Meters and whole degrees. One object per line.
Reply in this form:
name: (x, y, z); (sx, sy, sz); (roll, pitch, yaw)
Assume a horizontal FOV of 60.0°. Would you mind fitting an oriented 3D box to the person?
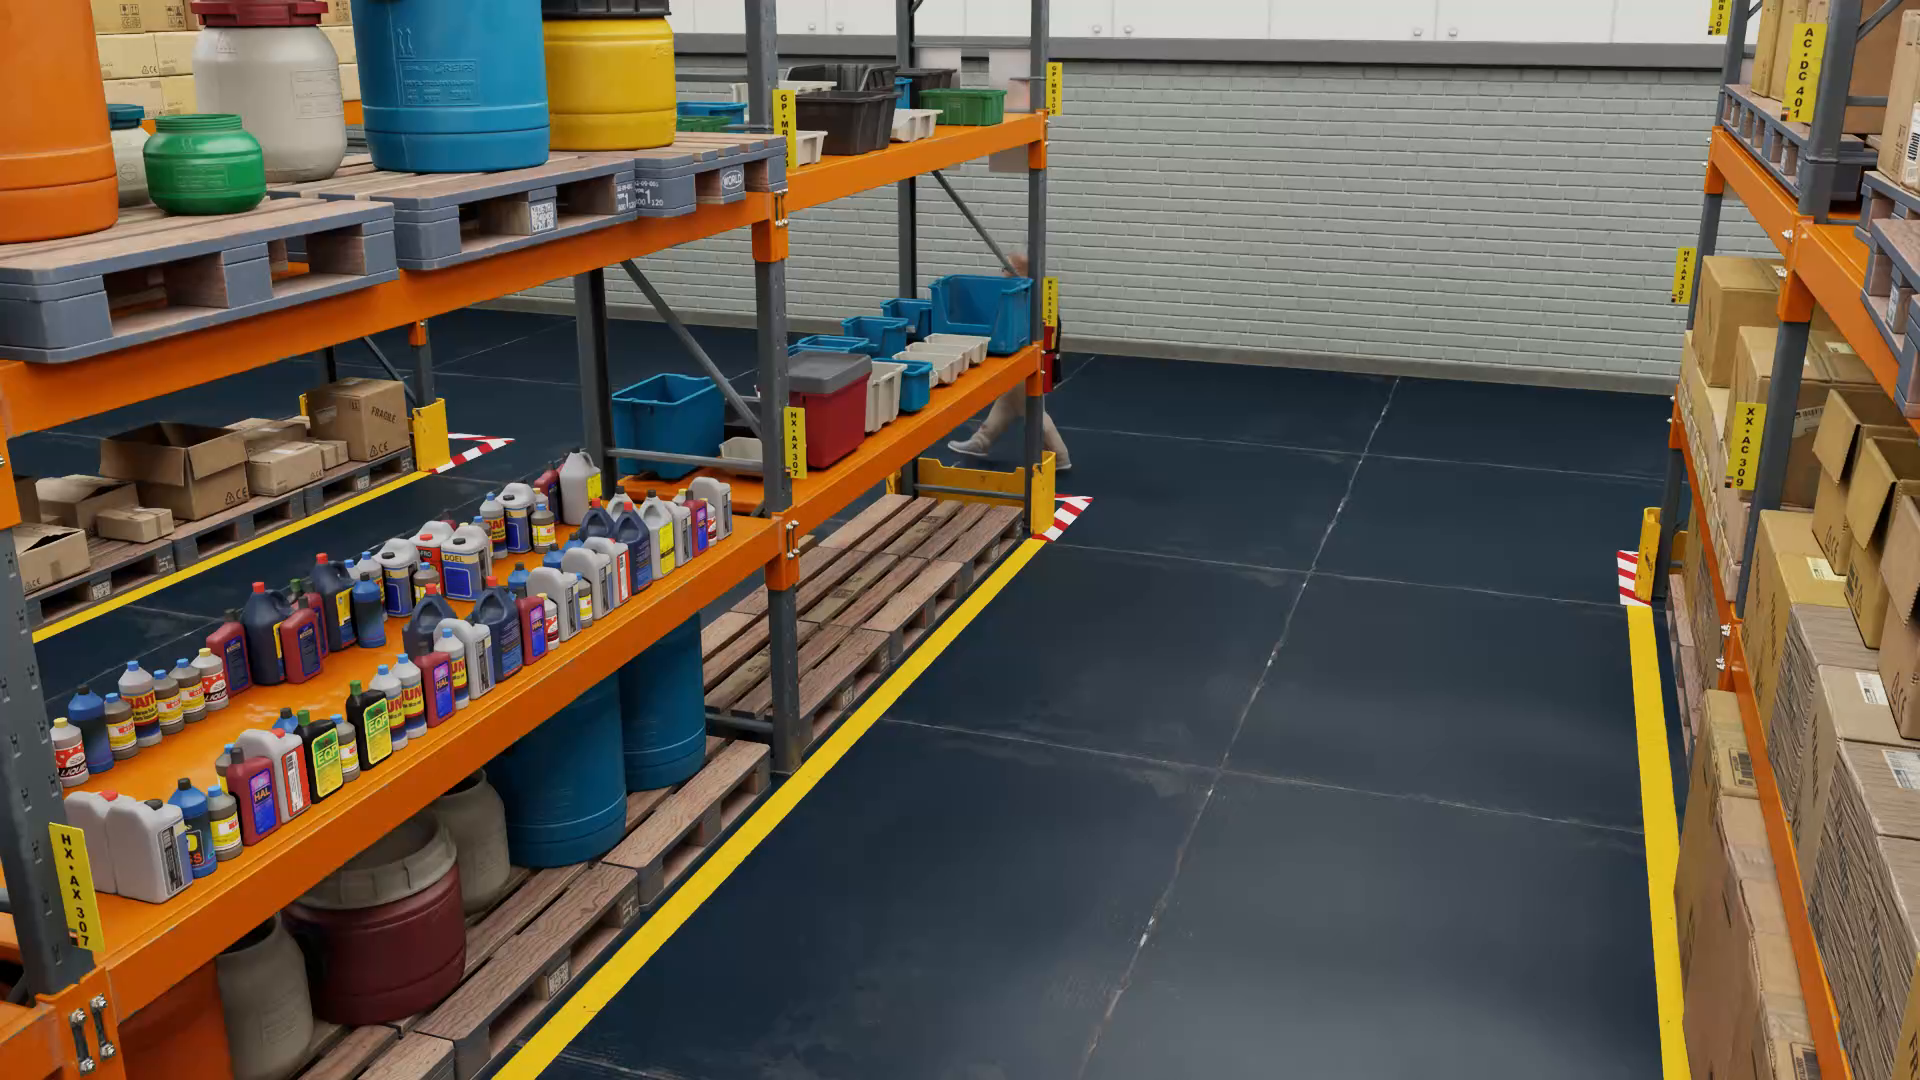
person: (0.359, -1.362, 12.640); (1.035, 1.673, 0.565); (6, 19, 17)
